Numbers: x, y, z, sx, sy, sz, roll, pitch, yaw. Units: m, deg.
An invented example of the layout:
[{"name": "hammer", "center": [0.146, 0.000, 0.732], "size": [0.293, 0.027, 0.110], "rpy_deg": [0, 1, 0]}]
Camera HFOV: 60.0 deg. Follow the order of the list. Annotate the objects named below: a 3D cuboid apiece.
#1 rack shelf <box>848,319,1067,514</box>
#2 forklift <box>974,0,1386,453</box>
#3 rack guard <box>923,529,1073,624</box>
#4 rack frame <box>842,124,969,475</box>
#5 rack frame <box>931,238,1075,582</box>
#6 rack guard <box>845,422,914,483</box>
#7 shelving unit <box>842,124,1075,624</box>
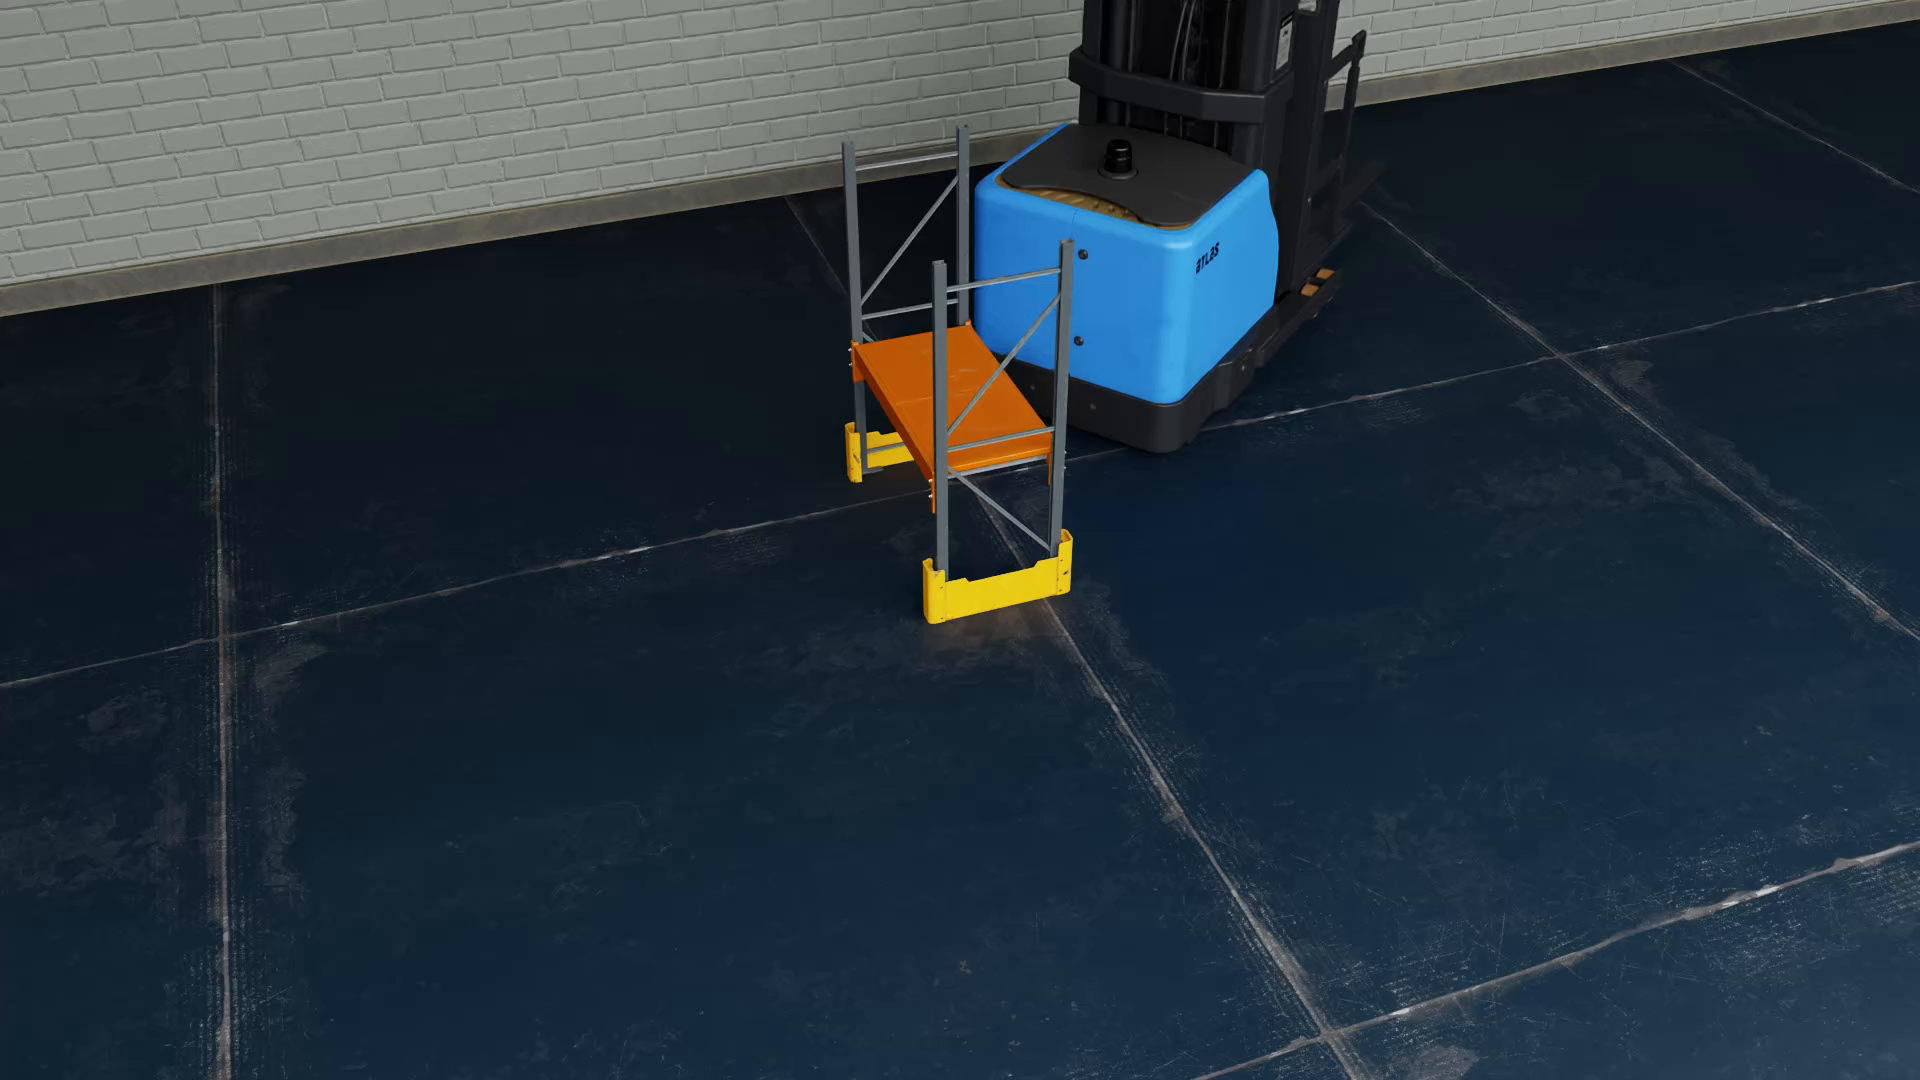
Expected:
[{"name": "rack shelf", "center": [-0.029, -0.504, 6.471], "size": [0.538, 0.185, 1.000], "rpy_deg": [-12, 39, -16]}, {"name": "forklift", "center": [1.253, -2.400, 7.501], "size": [1.130, 2.935, 3.031], "rpy_deg": [21, 42, 25]}, {"name": "rack guard", "center": [0.145, 0.138, 6.358], "size": [0.587, 0.250, 0.087], "rpy_deg": [-12, 39, -16]}, {"name": "rack frame", "center": [-0.204, -0.934, 6.744], "size": [0.500, 1.500, 0.032], "rpy_deg": [-12, 39, -16]}, {"name": "rack frame", "center": [0.146, -0.360, 5.981], "size": [0.500, 1.500, 0.032], "rpy_deg": [-12, 39, -16]}, {"name": "rack guard", "center": [-0.198, -0.424, 7.105], "size": [0.587, 0.250, 0.087], "rpy_deg": [-12, 39, -16]}, {"name": "shelving unit", "center": [-0.026, -0.642, 6.356], "size": [0.587, 1.500, 1.083], "rpy_deg": [-12, 39, -16]}]
